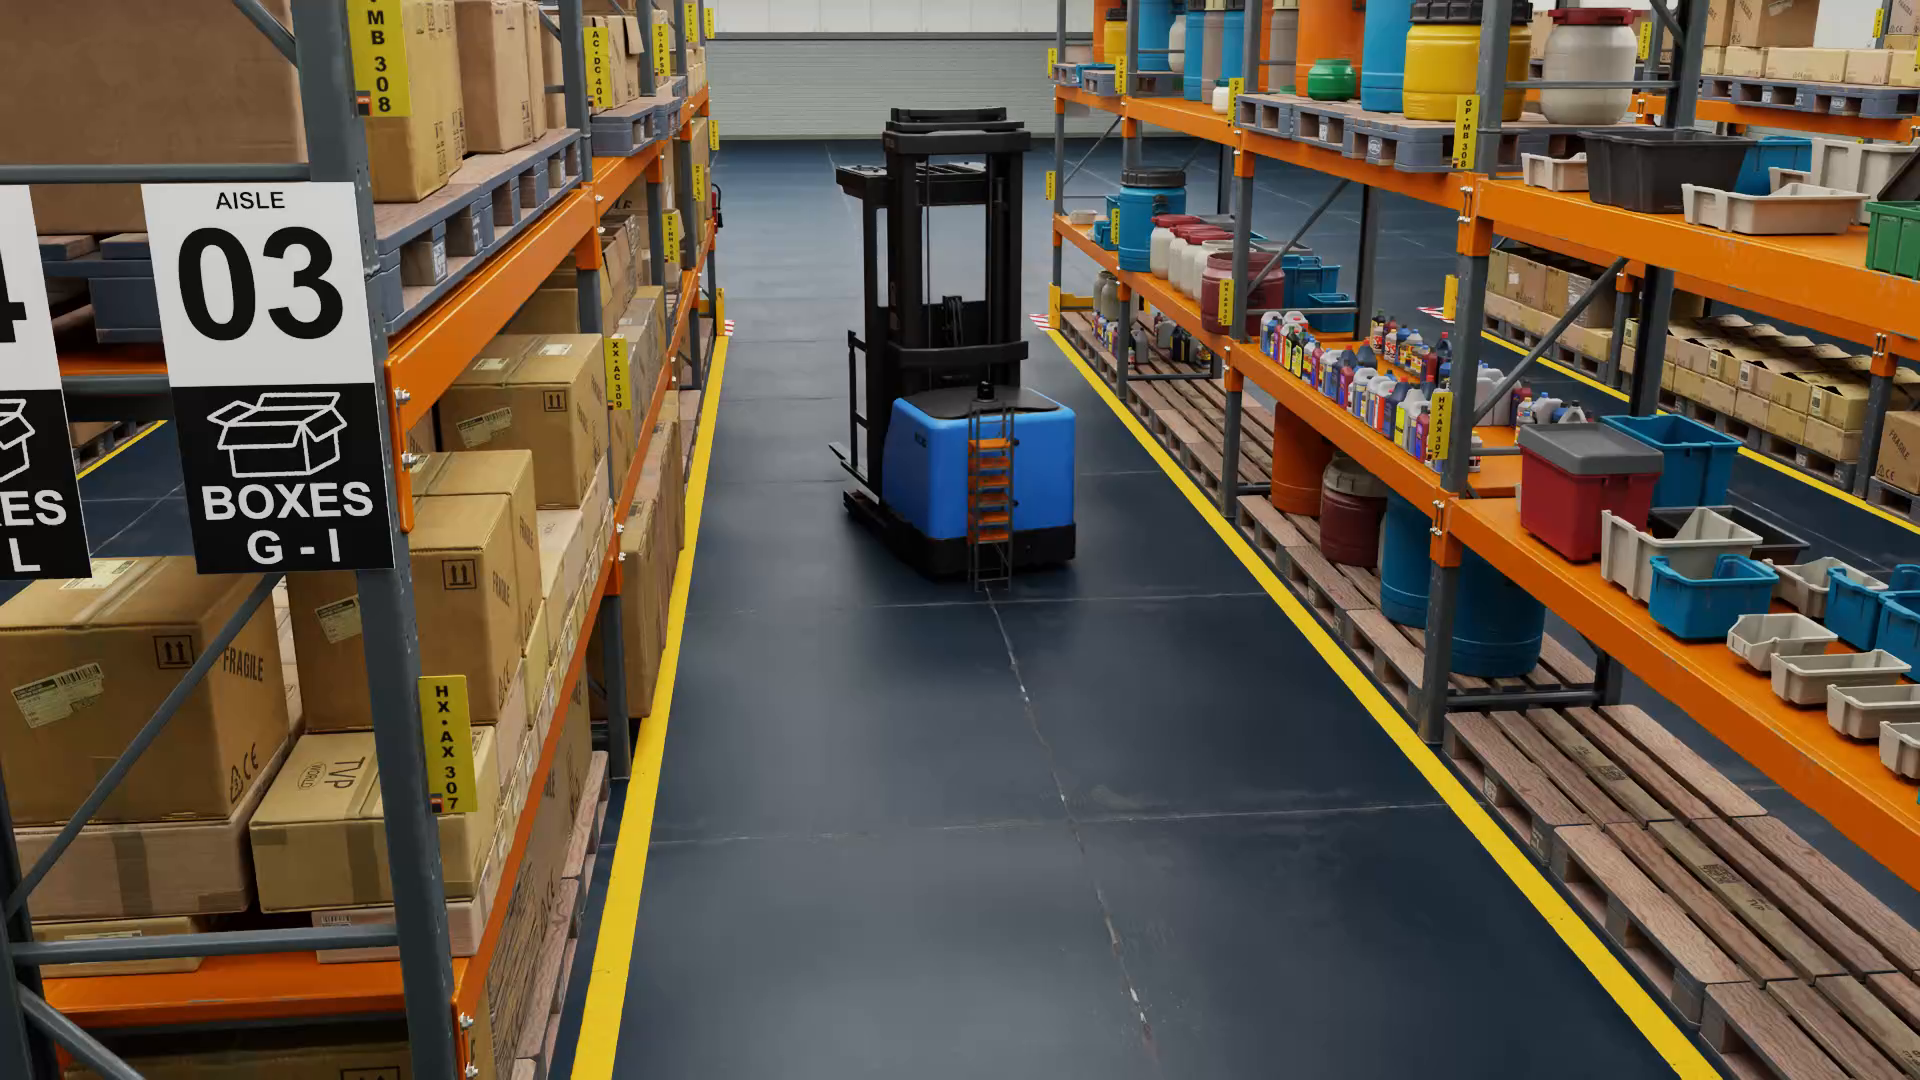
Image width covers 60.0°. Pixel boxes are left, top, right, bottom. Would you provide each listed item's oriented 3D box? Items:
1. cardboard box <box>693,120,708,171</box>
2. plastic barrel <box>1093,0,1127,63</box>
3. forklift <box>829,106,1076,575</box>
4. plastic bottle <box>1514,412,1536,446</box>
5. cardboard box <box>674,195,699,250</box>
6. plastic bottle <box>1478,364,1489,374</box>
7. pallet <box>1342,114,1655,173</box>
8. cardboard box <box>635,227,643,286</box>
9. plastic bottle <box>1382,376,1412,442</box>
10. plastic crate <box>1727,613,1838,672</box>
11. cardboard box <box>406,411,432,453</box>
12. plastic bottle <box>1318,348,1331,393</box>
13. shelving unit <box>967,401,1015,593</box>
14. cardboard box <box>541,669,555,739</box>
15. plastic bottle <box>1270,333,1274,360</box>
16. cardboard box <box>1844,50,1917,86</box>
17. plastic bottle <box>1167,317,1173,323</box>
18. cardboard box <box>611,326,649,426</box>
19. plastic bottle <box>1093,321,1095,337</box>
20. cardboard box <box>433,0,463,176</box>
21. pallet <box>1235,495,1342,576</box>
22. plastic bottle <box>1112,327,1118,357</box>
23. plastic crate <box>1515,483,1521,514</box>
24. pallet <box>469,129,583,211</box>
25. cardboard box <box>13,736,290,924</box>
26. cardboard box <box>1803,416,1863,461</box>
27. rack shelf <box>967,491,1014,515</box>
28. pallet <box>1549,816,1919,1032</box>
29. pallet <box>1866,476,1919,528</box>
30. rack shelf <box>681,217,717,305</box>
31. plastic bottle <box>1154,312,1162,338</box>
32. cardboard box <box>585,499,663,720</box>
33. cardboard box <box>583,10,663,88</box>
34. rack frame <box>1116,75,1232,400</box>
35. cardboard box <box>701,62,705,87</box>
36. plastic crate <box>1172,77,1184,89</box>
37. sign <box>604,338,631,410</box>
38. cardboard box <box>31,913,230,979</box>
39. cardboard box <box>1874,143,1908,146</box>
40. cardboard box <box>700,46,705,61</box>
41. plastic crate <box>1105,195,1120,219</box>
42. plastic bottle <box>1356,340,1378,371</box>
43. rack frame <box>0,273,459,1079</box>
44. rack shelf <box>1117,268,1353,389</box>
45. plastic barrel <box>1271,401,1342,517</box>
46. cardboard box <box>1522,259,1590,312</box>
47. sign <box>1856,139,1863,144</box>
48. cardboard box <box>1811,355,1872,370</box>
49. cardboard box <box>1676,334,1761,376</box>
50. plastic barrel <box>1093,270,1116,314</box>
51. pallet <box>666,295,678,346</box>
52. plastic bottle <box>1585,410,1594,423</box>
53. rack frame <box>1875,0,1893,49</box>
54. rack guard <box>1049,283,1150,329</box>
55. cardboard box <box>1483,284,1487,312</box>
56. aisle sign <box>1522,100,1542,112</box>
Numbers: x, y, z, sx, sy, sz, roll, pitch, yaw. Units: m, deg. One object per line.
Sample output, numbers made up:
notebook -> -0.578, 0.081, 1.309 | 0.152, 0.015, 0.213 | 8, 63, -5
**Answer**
cardboard box -> -2.967, -4.211, 17.751 | 0.500, 0.500, 0.500 | -2, 18, -6
plastic barrel -> 1.776, -5.698, 18.394 | 0.600, 0.830, 0.708 | -2, 18, -6
forklift -> -0.218, -1.575, 11.802 | 1.130, 2.935, 3.031 | -6, 19, -19
plastic bottle -> 3.009, -0.582, 8.855 | 0.097, 0.201, 0.097 | 0, 17, 0
cardboard box -> -2.899, -2.984, 15.509 | 0.875, 0.500, 0.500 | -2, 18, -6
plastic bottle -> 3.064, -0.896, 9.739 | 0.097, 0.271, 0.097 | 0, 17, 0
pallet -> 2.659, -1.999, 8.344 | 1.213, 0.211, 1.003 | -2, 18, -6
cardboard box -> -2.754, -2.037, 12.290 | 0.700, 0.500, 0.500 | 1, 17, 3
plastic bottle -> 2.398, -0.723, 9.054 | 0.144, 0.351, 0.185 | -2, 18, -6
plastic crate -> 2.868, 0.367, 5.839 | 0.298, 0.136, 0.250 | -2, 18, -6
cardboard box -> -2.193, -0.250, 5.968 | 0.500, 0.500, 0.500 | -2, 18, -7
plastic bottle -> 2.252, -1.039, 10.195 | 0.097, 0.271, 0.097 | 0, 17, 0
shelving unit -> 0.192, -0.268, 10.521 | 0.258, 1.200, 0.189 | -4, 19, -14
cardboard box -> -1.520, 0.538, 5.374 | 0.380, 0.149, 0.250 | -2, 18, -6
plastic bottle -> 2.143, -1.321, 11.209 | 0.097, 0.201, 0.097 | 0, 17, 0
cardboard box -> 7.177, -3.620, 12.742 | 0.500, 0.250, 0.500 | -1, 17, -4
plastic bottle -> 2.259, -2.249, 17.520 | 0.144, 0.351, 0.185 | -1, 17, -3
cardboard box -> -2.051, -0.920, 9.431 | 0.500, 0.500, 0.500 | -1, 17, -5
plastic bottle -> 1.487, -2.297, 17.923 | 0.097, 0.201, 0.097 | 0, 17, 0
cardboard box -> -1.823, -1.287, 4.725 | 0.700, 0.500, 0.500 | -3, 18, -9
pallet -> 2.547, -0.055, 11.501 | 1.003, 0.211, 1.213 | -2, 18, -6
plastic bottle -> 1.581, -2.012, 16.879 | 0.061, 0.283, 0.133 | -1, 17, -2
plastic crate -> 2.743, -0.187, 7.606 | 0.396, 0.136, 0.243 | -2, 18, -6
pallet -> -2.015, -1.419, 6.330 | 1.003, 0.211, 1.213 | -2, 18, -6
cardboard box -> -1.991, 0.711, 4.159 | 0.500, 0.250, 0.500 | -2, 18, -7
cardboard box -> 7.055, -0.809, 13.135 | 0.500, 0.250, 0.500 | -1, 17, -4
rack shelf -> 0.191, -0.226, 10.536 | 0.258, 0.103, 0.180 | -4, 19, -14
pallet -> 3.081, 1.485, 6.594 | 1.003, 0.211, 1.213 | -2, 18, -6
pallet -> 7.391, -0.217, 12.016 | 1.003, 0.211, 1.213 | -2, 18, -6
rack shelf -> -3.121, -2.911, 17.141 | 1.077, 0.370, 4.000 | -2, 18, -6
plastic bottle -> 2.118, -2.304, 17.807 | 0.061, 0.283, 0.133 | -2, 18, -6
cardboard box -> -2.175, 0.349, 8.404 | 1.225, 0.875, 0.875 | -2, 18, -5
cardboard box -> -2.294, -3.332, 11.272 | 0.500, 0.500, 0.500 | -2, 18, -5
rack frame -> 2.012, -2.811, 15.623 | 1.000, 3.000, 0.127 | -2, 18, -6
cardboard box -> -2.970, -4.925, 17.599 | 0.500, 0.250, 0.500 | -2, 18, -5
plastic crate -> 2.120, -4.619, 16.729 | 0.336, 0.188, 0.450 | -2, 18, -6
sign -> -1.537, -0.743, 7.458 | 0.100, 0.325, 0.005 | -2, 18, -6
cardboard box -> -2.041, 0.941, 4.091 | 0.380, 0.149, 0.250 | -1, 17, -5
cardboard box -> 11.204, -4.453, 19.818 | 0.500, 0.500, 0.500 | -2, 18, -6
cardboard box -> -2.988, -5.326, 18.212 | 0.380, 0.149, 0.250 | -2, 18, -6
plastic crate -> 1.949, -3.792, 18.996 | 0.499, 0.251, 0.616 | -2, 18, -6
plastic bottle -> 2.441, -1.041, 10.066 | 0.144, 0.351, 0.185 | -2, 18, -6
rack frame -> -1.677, 0.917, 3.748 | 1.000, 3.000, 0.127 | -2, 18, -6
rack shelf -> 2.218, -1.872, 13.833 | 1.077, 0.370, 4.000 | -2, 18, -6
plastic barrel -> 2.492, -0.639, 11.626 | 0.600, 0.830, 0.708 | -2, 18, -6
cardboard box -> 6.513, -2.787, 18.185 | 0.500, 0.500, 0.500 | -2, 18, -6
sign -> 10.914, -4.705, 20.211 | 0.100, 0.325, 0.005 | -2, 18, -6
cardboard box -> 7.477, -1.401, 14.084 | 0.500, 0.311, 0.500 | -2, 18, -7
cardboard box -> 6.835, -1.685, 14.988 | 0.500, 0.311, 0.500 | -2, 18, -7
plastic barrel -> 1.743, -2.822, 19.112 | 0.421, 0.512, 0.421 | 0, 17, 0
pallet -> -2.681, -1.584, 12.034 | 1.213, 0.211, 1.003 | -2, 18, -6
plastic bottle -> 3.210, -0.534, 8.565 | 0.061, 0.283, 0.133 | -2, 18, -6
rack frame -> 11.454, -7.171, 19.495 | 1.000, 3.000, 0.127 | -2, 18, -6
rack guard -> 1.654, -2.789, 19.726 | 1.175, 0.500, 0.348 | -2, 18, -6
cardboard box -> 6.361, -2.876, 19.721 | 0.500, 0.250, 0.500 | -2, 18, -6
aisle sign -> 6.812, -5.424, 19.605 | 0.394, 0.787, 0.004 | -2, 18, -6
